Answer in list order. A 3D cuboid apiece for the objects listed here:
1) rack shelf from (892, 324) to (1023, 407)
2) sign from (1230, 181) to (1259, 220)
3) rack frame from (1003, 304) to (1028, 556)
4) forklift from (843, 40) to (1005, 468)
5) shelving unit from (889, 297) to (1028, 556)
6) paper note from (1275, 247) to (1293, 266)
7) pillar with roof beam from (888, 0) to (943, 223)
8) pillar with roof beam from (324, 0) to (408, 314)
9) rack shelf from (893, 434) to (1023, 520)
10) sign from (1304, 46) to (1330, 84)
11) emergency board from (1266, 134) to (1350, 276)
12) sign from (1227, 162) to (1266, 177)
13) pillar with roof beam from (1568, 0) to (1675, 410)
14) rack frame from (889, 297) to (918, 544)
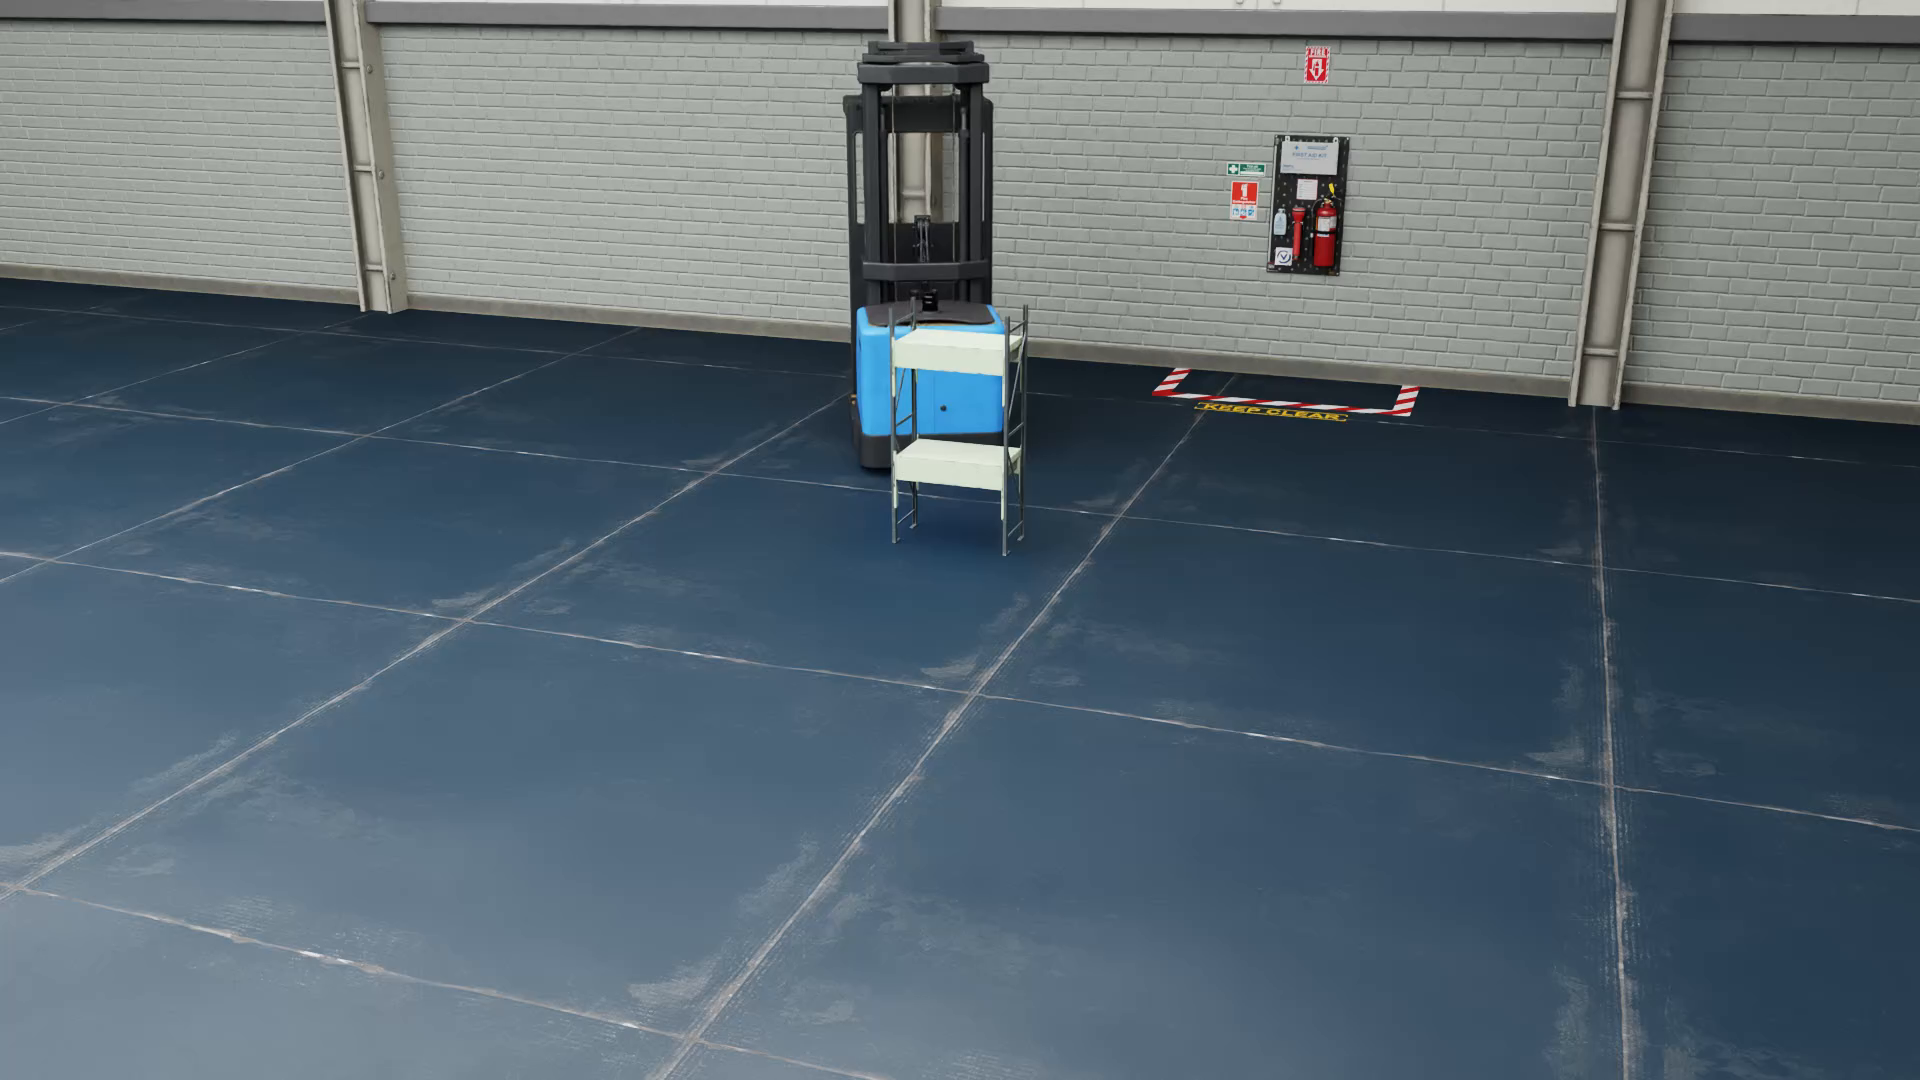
[{"bbox_3d":[-0.006,-1.077,10.203,0.720,0.370,0.431,7,20,18],"label":"rack shelf"},{"bbox_3d":[2.460,-2.939,14.398,0.234,0.329,0.001,7,20,18],"label":"sign"},{"bbox_3d":[0.339,-0.669,10.218,0.023,1.500,0.400,7,20,18],"label":"rack frame"},{"bbox_3d":[-0.323,-2.334,12.820,1.130,2.935,3.031,-2,19,-5],"label":"forklift"},{"bbox_3d":[-0.006,-0.709,10.331,0.755,1.500,0.431,7,20,18],"label":"shelving unit"},{"bbox_3d":[2.804,-2.455,14.401,0.142,0.148,0.016,7,20,18],"label":"paper note"},{"bbox_3d":[-1.810,-4.694,10.372,0.400,9.000,9.100,7,20,18],"label":"pillar with roof beam"},{"bbox_3d":[-7.478,-5.343,12.231,0.400,9.000,9.100,7,20,18],"label":"pillar with roof beam"},{"bbox_3d":[-0.006,-0.401,10.439,0.720,0.370,0.431,7,20,18],"label":"rack shelf"},{"bbox_3d":[2.973,-3.957,13.850,0.199,0.298,0.001,7,20,18],"label":"sign"},{"bbox_3d":[2.948,-2.831,14.140,0.643,1.169,0.194,7,20,18],"label":"emergency board"},{"bbox_3d":[2.461,-3.186,14.301,0.331,0.109,0.001,7,20,18],"label":"sign"},{"bbox_3d":[3.857,-4.046,8.513,0.400,9.000,9.100,7,20,18],"label":"pillar with roof beam"},{"bbox_3d":[-0.352,-0.748,10.445,0.023,1.500,0.400,7,20,18],"label":"rack frame"}]
